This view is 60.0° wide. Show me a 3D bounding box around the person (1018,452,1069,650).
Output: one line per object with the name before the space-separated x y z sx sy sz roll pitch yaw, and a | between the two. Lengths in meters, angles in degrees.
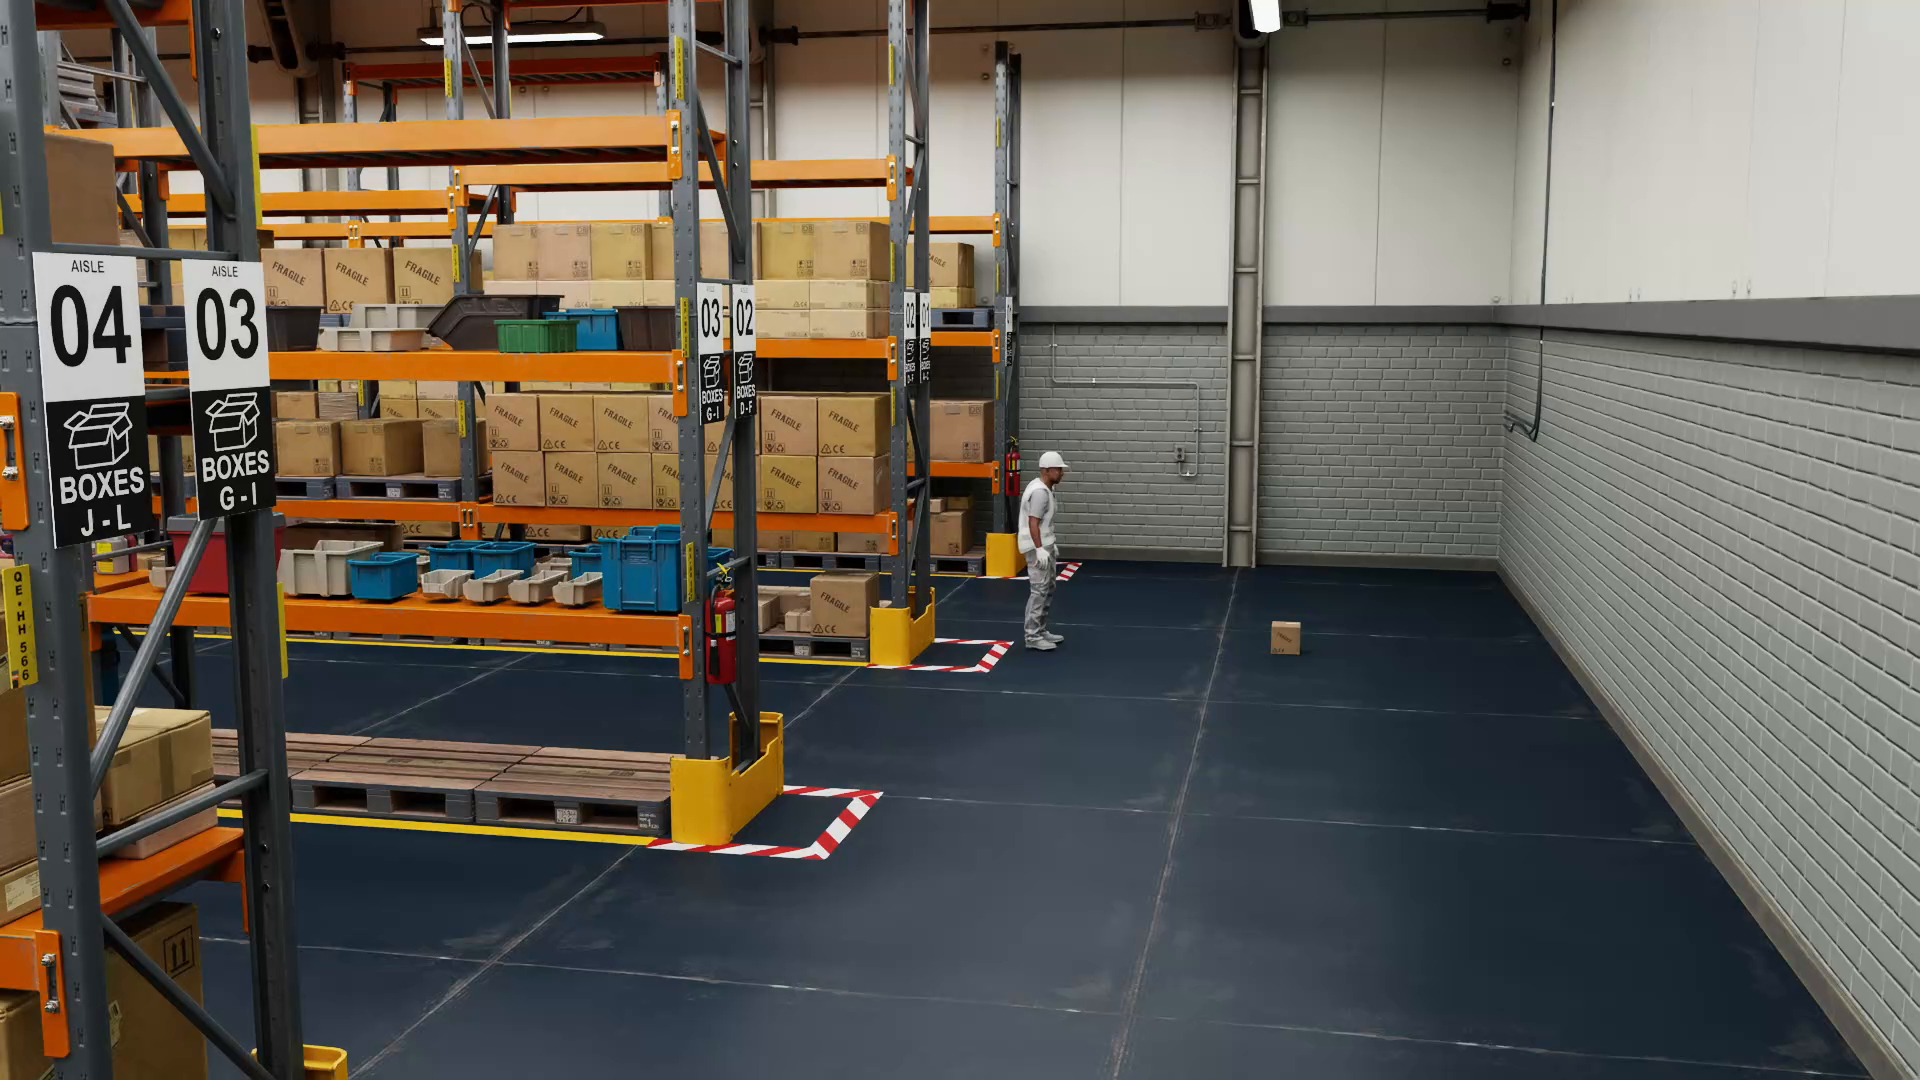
person | 0.762 0.083 15.165 0.444 1.776 0.632 2 8 13
